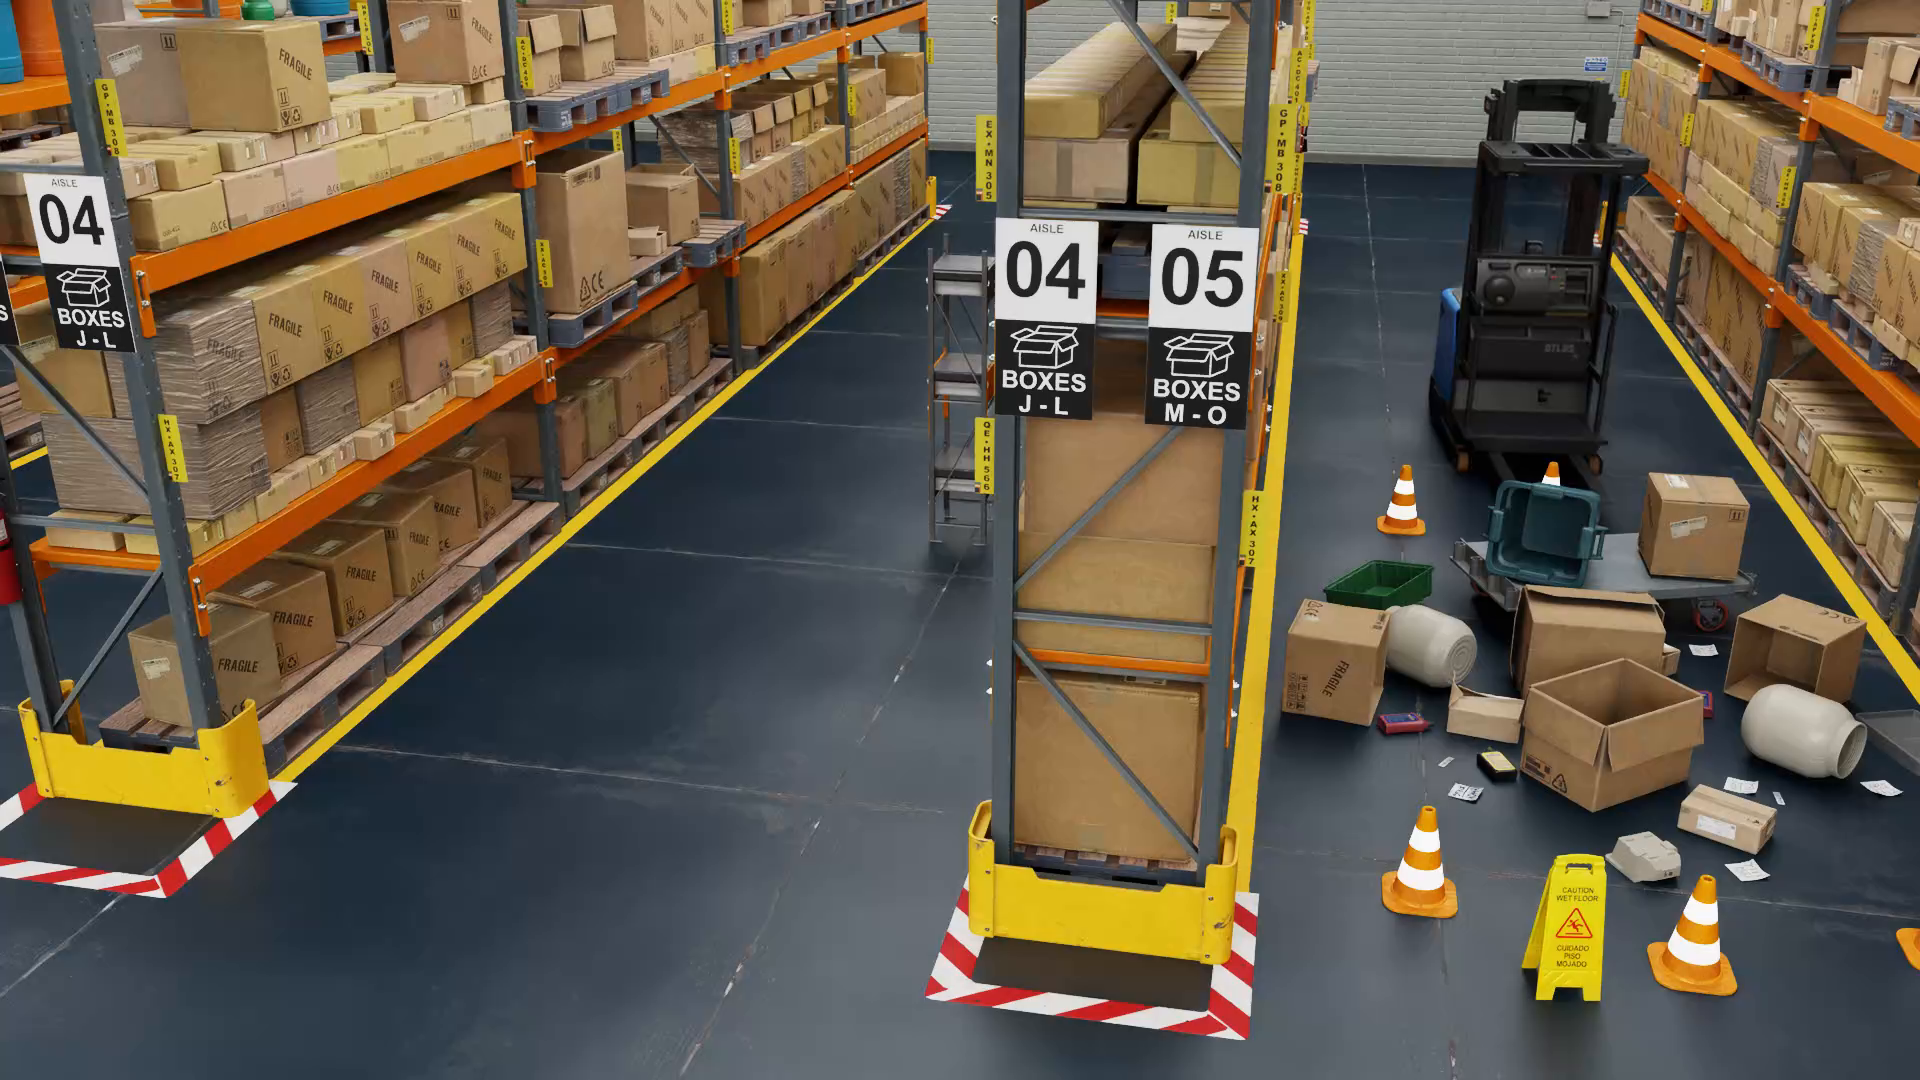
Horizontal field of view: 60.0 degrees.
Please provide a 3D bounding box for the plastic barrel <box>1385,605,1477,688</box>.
[{"bbox_3d":[2.726,0.614,9.763,0.421,0.421,0.512,-16,27,-35],"label":"plastic barrel"}]

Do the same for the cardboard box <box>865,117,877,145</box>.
[{"bbox_3d":[-1.288,-4.856,19.698,0.500,0.250,0.500,4,22,11],"label":"cardboard box"}]

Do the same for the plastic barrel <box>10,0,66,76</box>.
[{"bbox_3d":[-7.926,-4.436,14.264,0.600,0.830,0.708,4,22,11],"label":"plastic barrel"}]

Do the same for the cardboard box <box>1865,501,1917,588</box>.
[{"bbox_3d":[6.427,0.059,10.646,0.950,0.372,0.625,5,22,12],"label":"cardboard box"}]

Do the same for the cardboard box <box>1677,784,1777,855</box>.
[{"bbox_3d":[3.796,1.379,8.229,0.380,0.149,0.250,18,28,38],"label":"cardboard box"}]

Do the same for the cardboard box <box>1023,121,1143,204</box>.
[{"bbox_3d":[0.466,-1.552,6.782,0.500,0.250,0.500,5,22,12],"label":"cardboard box"}]

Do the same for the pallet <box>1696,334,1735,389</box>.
[{"bbox_3d":[7.624,-1.670,15.717,1.003,0.211,1.213,4,22,11],"label":"pallet"}]

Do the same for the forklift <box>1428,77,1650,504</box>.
[{"bbox_3d":[4.511,-1.992,12.876,1.130,2.935,3.031,3,22,6],"label":"forklift"}]

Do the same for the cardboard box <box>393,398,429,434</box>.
[{"bbox_3d":[-3.456,-0.763,10.070,0.380,0.149,0.250,4,22,11],"label":"cardboard box"}]

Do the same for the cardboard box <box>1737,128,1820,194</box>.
[{"bbox_3d":[7.192,-3.324,14.620,0.500,0.500,0.500,4,22,11],"label":"cardboard box"}]

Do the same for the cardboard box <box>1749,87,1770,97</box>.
[{"bbox_3d":[8.273,-4.605,16.933,0.380,0.149,0.250,4,22,10],"label":"cardboard box"}]

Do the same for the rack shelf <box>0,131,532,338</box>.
[{"bbox_3d":[-3.788,-1.854,9.391,1.077,0.370,4.000,4,22,11],"label":"rack shelf"}]

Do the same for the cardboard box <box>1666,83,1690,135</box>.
[{"bbox_3d":[7.892,-4.587,17.756,0.500,0.500,0.500,4,22,10],"label":"cardboard box"}]

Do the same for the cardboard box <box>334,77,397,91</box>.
[{"bbox_3d":[-3.735,-2.837,10.535,0.380,0.149,0.250,3,22,8],"label":"cardboard box"}]

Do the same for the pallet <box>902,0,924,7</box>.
[{"bbox_3d":[-1.072,-6.995,21.310,1.003,0.211,1.213,4,22,11],"label":"pallet"}]

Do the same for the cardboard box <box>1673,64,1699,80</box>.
[{"bbox_3d":[8.028,-5.109,18.184,0.380,0.149,0.250,4,22,10],"label":"cardboard box"}]

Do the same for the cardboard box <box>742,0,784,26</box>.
[{"bbox_3d":[-2.167,-5.374,16.466,0.797,0.503,0.637,4,22,10],"label":"cardboard box"}]

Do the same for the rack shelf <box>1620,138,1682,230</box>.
[{"bbox_3d":[8.362,-4.096,18.972,1.077,0.370,4.000,4,22,11],"label":"rack shelf"}]

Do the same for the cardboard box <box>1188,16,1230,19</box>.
[{"bbox_3d":[2.139,-4.242,14.222,0.500,0.500,0.500,4,22,11],"label":"cardboard box"}]

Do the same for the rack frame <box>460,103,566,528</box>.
[{"bbox_3d":[-3.380,-1.528,11.633,1.000,3.000,0.127,4,22,11],"label":"rack frame"}]

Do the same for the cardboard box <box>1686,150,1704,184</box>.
[{"bbox_3d":[7.589,-3.721,16.610,0.500,0.250,0.500,4,22,9],"label":"cardboard box"}]

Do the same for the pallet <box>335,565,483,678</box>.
[{"bbox_3d":[-3.729,0.461,10.426,1.003,0.211,1.213,4,22,11],"label":"pallet"}]

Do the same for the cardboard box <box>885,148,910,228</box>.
[{"bbox_3d":[-1.169,-4.553,21.426,0.875,0.875,0.875,4,22,11],"label":"cardboard box"}]

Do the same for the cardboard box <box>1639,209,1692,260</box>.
[{"bbox_3d":[8.555,-3.583,19.603,0.875,0.438,0.875,5,22,12],"label":"cardboard box"}]

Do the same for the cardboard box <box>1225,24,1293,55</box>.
[{"bbox_3d":[1.693,-2.841,9.450,0.380,0.149,0.250,4,22,10],"label":"cardboard box"}]

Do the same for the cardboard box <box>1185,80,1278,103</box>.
[{"bbox_3d":[1.123,-1.819,6.913,0.380,0.149,0.250,4,22,10],"label":"cardboard box"}]

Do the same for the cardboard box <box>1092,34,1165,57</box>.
[{"bbox_3d":[0.894,-2.613,8.884,0.380,0.149,0.250,4,22,10],"label":"cardboard box"}]

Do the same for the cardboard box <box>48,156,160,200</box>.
[{"bbox_3d":[-3.913,-1.655,7.600,0.380,0.149,0.250,4,22,11],"label":"cardboard box"}]

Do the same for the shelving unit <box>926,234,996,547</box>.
[{"bbox_3d":[0.034,-1.035,11.612,0.431,2.100,0.503,4,22,11],"label":"shelving unit"}]

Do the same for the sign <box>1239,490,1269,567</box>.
[{"bbox_3d":[1.181,-0.044,6.683,0.100,0.325,0.005,4,22,11],"label":"sign"}]

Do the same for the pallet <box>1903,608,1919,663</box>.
[{"bbox_3d":[6.220,0.769,9.662,1.003,0.211,1.213,4,22,11],"label":"pallet"}]

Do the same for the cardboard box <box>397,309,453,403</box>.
[{"bbox_3d":[-3.672,-1.182,10.241,0.875,0.500,0.500,4,22,11],"label":"cardboard box"}]

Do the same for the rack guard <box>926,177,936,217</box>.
[{"bbox_3d":[-0.926,-4.766,23.019,1.175,0.500,0.348,4,22,11],"label":"rack guard"}]

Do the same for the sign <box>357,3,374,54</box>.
[{"bbox_3d":[-3.924,-3.383,11.004,0.100,0.325,0.005,4,22,11],"label":"sign"}]

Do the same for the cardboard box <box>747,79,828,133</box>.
[{"bbox_3d":[-1.869,-4.731,18.110,0.797,0.503,0.637,4,22,10],"label":"cardboard box"}]

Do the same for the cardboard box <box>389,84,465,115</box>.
[{"bbox_3d":[-3.273,-2.705,10.207,0.380,0.149,0.250,3,22,8],"label":"cardboard box"}]

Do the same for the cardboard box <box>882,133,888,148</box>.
[{"bbox_3d":[-1.097,-4.894,20.327,0.380,0.149,0.250,5,22,12],"label":"cardboard box"}]

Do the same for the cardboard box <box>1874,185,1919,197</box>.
[{"bbox_3d":[7.318,-2.427,12.771,0.500,0.500,0.500,4,22,9],"label":"cardboard box"}]

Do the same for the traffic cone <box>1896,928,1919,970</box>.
[{"bbox_3d":[4.331,1.611,7.233,0.336,0.463,0.334,4,22,11],"label":"traffic cone"}]

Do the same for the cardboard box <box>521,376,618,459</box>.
[{"bbox_3d":[-3.117,-0.969,13.001,0.700,0.500,0.500,4,22,11],"label":"cardboard box"}]

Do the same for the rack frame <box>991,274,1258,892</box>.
[{"bbox_3d":[0.639,0.350,6.970,1.000,3.000,0.127,4,22,11],"label":"rack frame"}]

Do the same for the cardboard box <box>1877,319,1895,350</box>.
[{"bbox_3d":[6.294,-1.346,10.954,0.380,0.149,0.250,5,22,11],"label":"cardboard box"}]

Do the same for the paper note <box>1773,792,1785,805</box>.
[{"bbox_3d":[4.208,1.327,8.545,0.032,0.001,0.123,4,22,11],"label":"paper note"}]

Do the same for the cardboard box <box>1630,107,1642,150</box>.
[{"bbox_3d":[8.316,-4.867,19.789,0.500,0.500,0.500,4,22,10],"label":"cardboard box"}]

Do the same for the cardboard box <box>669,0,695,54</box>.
[{"bbox_3d":[-2.510,-4.279,13.645,0.500,0.500,0.500,4,22,11],"label":"cardboard box"}]

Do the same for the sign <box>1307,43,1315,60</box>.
[{"bbox_3d":[4.443,-6.136,21.101,0.100,0.325,0.005,4,22,11],"label":"sign"}]

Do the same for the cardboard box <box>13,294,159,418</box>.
[{"bbox_3d":[-4.325,-0.933,8.286,0.500,0.500,0.500,4,22,11],"label":"cardboard box"}]

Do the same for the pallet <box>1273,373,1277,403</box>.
[{"bbox_3d":[2.433,-1.568,15.465,1.003,0.211,1.213,4,22,11],"label":"pallet"}]

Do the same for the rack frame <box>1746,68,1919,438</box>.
[{"bbox_3d":[7.138,-2.236,13.390,1.000,3.000,0.127,4,22,11],"label":"rack frame"}]

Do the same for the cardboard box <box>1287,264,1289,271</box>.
[{"bbox_3d":[3.477,-3.020,18.591,0.380,0.149,0.250,3,22,9],"label":"cardboard box"}]

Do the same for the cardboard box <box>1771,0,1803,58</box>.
[{"bbox_3d":[7.154,-4.245,13.667,0.700,0.500,0.500,3,22,8],"label":"cardboard box"}]

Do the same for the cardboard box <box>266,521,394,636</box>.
[{"bbox_3d":[-3.817,0.224,10.067,0.500,0.500,0.500,7,23,16],"label":"cardboard box"}]

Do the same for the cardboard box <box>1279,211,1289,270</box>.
[{"bbox_3d":[2.443,-2.437,13.756,0.500,0.500,0.500,4,22,11],"label":"cardboard box"}]
